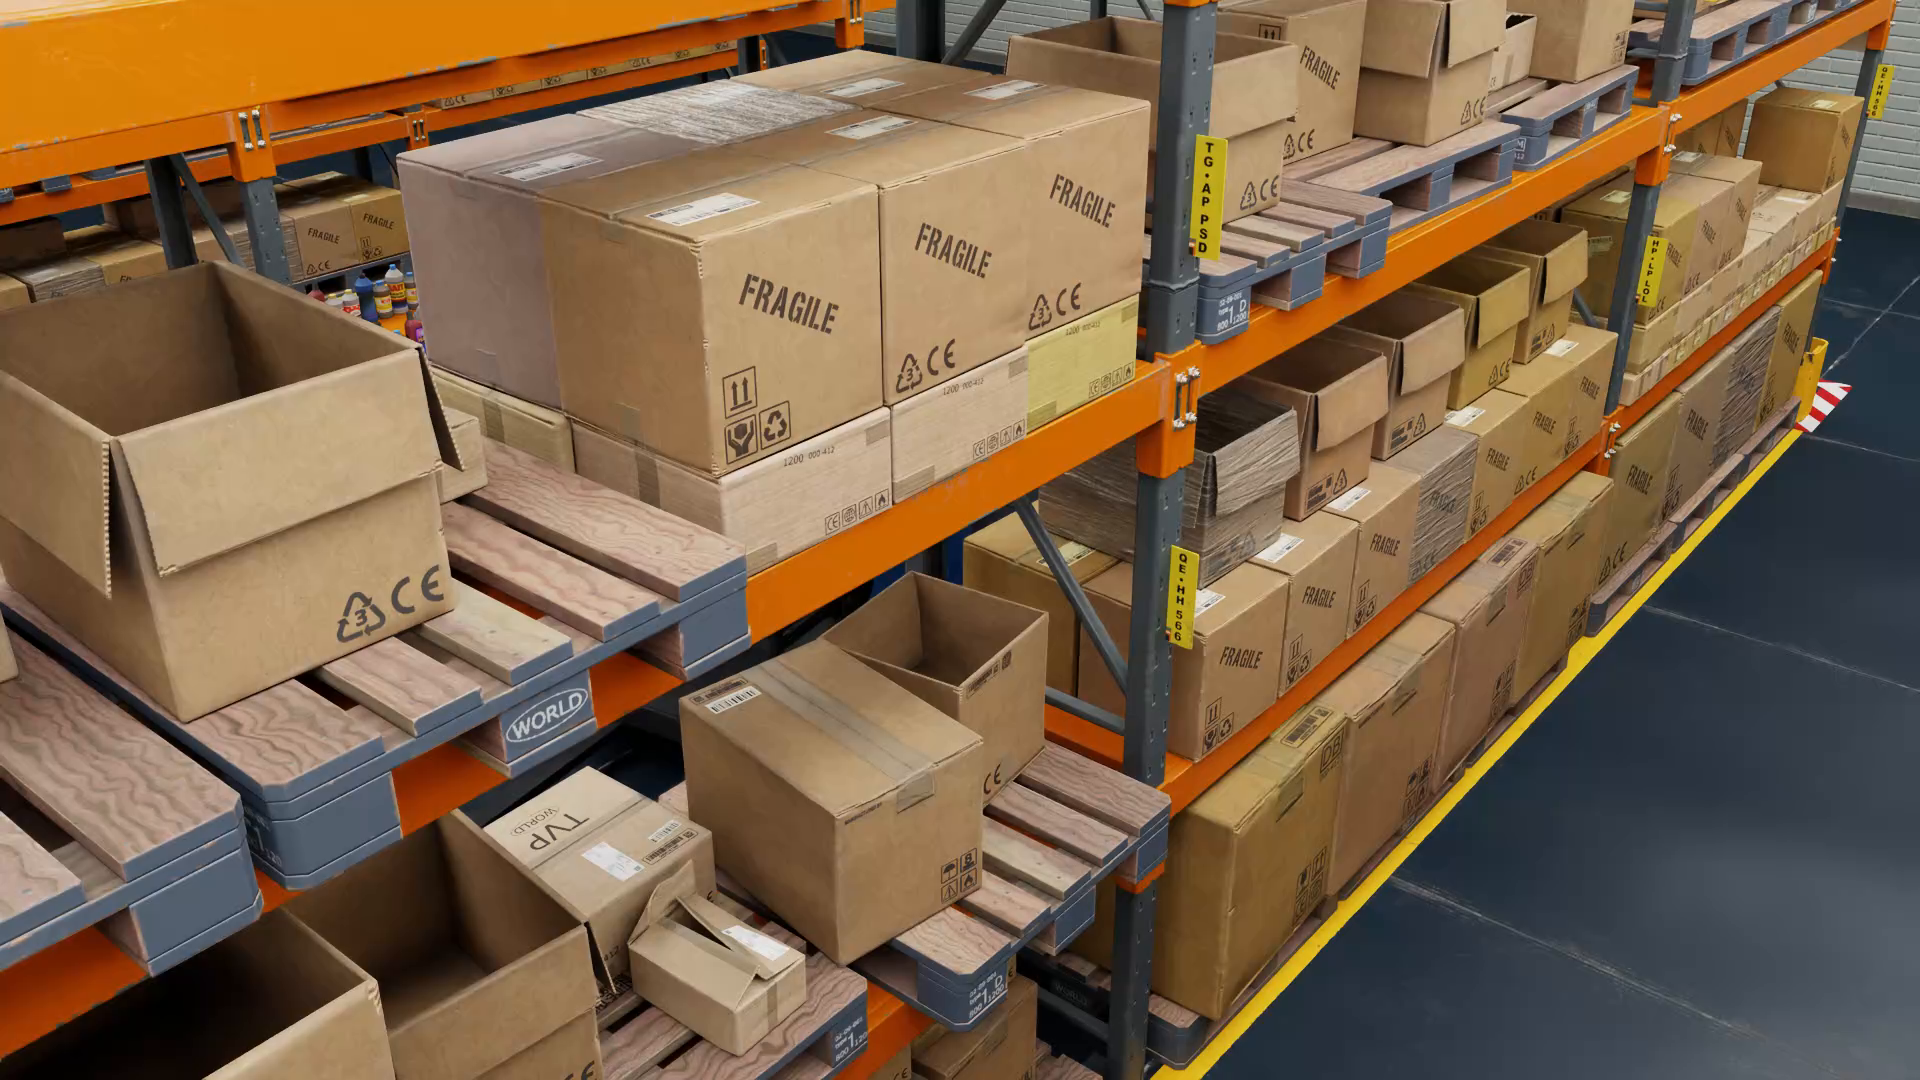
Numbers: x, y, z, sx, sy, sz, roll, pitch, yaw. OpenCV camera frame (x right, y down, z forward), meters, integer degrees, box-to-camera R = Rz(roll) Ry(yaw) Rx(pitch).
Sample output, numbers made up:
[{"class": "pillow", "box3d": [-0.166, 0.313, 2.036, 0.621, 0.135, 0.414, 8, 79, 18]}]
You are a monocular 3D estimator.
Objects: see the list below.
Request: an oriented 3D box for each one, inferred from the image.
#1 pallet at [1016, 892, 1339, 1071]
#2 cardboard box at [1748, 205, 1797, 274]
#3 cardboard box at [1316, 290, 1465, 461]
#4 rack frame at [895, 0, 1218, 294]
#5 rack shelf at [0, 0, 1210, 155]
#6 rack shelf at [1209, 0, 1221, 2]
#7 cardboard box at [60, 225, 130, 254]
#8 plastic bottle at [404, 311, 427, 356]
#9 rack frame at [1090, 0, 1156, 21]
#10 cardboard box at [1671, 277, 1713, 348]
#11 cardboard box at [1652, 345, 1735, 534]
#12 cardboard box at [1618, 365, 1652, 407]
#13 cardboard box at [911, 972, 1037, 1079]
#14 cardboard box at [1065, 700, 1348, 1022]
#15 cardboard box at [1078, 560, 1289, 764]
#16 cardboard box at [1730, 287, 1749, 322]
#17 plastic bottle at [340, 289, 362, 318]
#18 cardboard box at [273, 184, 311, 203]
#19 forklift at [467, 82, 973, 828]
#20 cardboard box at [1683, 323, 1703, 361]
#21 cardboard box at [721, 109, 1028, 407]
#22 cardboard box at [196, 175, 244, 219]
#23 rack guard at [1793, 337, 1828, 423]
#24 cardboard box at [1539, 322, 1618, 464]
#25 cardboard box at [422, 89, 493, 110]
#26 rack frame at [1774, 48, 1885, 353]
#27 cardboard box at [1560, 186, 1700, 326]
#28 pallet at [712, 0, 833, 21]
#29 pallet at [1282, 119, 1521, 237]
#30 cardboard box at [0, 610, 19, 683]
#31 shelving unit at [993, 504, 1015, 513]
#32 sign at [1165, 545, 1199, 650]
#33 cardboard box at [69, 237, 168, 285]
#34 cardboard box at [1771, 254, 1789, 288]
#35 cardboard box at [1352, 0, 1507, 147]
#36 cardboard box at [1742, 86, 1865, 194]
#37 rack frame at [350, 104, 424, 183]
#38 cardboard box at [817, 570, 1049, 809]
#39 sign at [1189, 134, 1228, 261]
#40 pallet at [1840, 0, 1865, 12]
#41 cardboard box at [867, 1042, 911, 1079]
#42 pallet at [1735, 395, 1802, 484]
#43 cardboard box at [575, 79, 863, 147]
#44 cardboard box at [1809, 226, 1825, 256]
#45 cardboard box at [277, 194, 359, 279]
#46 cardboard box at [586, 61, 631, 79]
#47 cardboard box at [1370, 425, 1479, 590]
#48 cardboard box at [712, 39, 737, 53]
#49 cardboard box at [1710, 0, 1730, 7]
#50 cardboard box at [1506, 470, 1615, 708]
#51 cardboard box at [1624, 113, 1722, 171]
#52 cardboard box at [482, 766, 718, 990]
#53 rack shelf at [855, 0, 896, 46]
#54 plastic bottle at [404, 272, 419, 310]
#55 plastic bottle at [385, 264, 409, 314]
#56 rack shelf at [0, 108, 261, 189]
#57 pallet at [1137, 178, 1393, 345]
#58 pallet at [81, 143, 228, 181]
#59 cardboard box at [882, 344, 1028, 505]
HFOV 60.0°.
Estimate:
[{"class": "pallet", "box3d": [0.796, 1.478, 6.663, 1.003, 0.211, 1.213, 21, 34, 34]}, {"class": "cardboard box", "box3d": [4.575, -1.795, 9.795, 0.500, 0.250, 0.500, 19, 33, 33]}, {"class": "cardboard box", "box3d": [1.552, -0.717, 6.671, 0.797, 0.503, 0.637, 22, 35, 36]}, {"class": "rack frame", "box3d": [0.237, -2.167, 4.146, 1.000, 3.000, 0.127, 21, 34, 34]}, {"class": "rack shelf", "box3d": [-1.036, -0.961, 3.033, 1.077, 0.370, 4.000, 21, 34, 34]}, {"class": "rack shelf", "box3d": [1.509, -2.379, 5.774, 1.077, 0.370, 4.000, 21, 34, 34]}, {"class": "cardboard box", "box3d": [-6.662, -2.068, 12.725, 0.500, 0.500, 0.500, 19, 33, 33]}, {"class": "plastic bottle", "box3d": [-2.816, -1.061, 8.663, 0.061, 0.283, 0.133, 21, 34, 34]}, {"class": "rack frame", "box3d": [1.503, -3.787, 13.805, 1.000, 3.000, 0.127, 21, 34, 34]}, {"class": "cardboard box", "box3d": [3.602, -1.251, 8.744, 0.500, 0.250, 0.500, 21, 34, 34]}, {"class": "cardboard box", "box3d": [3.835, -0.694, 9.682, 0.875, 0.875, 0.875, 21, 34, 34]}, {"class": "cardboard box", "box3d": [3.226, -0.817, 8.338, 0.380, 0.149, 0.250, 21, 34, 35]}, {"class": "cardboard box", "box3d": [-0.174, 1.655, 5.527, 0.700, 0.500, 0.500, 19, 33, 32]}, {"class": "cardboard box", "box3d": [0.692, 1.016, 6.377, 1.225, 0.875, 0.875, 19, 33, 32]}, {"class": "cardboard box", "box3d": [0.756, 0.360, 5.681, 0.500, 0.500, 0.500, 22, 35, 36]}, {"class": "cardboard box", "box3d": [4.216, -1.370, 9.408, 0.380, 0.149, 0.250, 20, 33, 33]}, {"class": "plastic bottle", "box3d": [-3.361, -1.282, 9.180, 0.097, 0.201, 0.097, 0, 27, 0]}, {"class": "cardboard box", "box3d": [-5.687, -2.610, 13.773, 0.500, 0.500, 0.500, 21, 34, 35]}, {"class": "forklift", "box3d": [-1.092, -0.390, 7.315, 1.130, 2.935, 3.031, 15, 31, 26]}, {"class": "cardboard box", "box3d": [3.726, -1.098, 8.881, 0.380, 0.149, 0.250, 20, 33, 33]}, {"class": "cardboard box", "box3d": [-0.192, -0.674, 3.872, 0.500, 0.500, 0.500, 21, 34, 34]}, {"class": "cardboard box", "box3d": [-5.993, -2.781, 13.287, 0.500, 0.250, 0.500, 21, 34, 35]}, {"class": "rack guard", "box3d": [5.340, -1.238, 11.598, 1.175, 0.500, 0.348, 21, 34, 34]}, {"class": "cardboard box", "box3d": [2.694, -0.720, 7.768, 0.500, 0.500, 0.500, 21, 34, 35]}, {"class": "cardboard box", "box3d": [-4.326, -3.963, 14.037, 0.500, 0.500, 0.500, 22, 34, 36]}, {"class": "rack frame", "box3d": [5.325, -2.339, 11.007, 1.000, 3.000, 0.127, 21, 34, 34]}, {"class": "cardboard box", "box3d": [3.283, -1.415, 8.244, 0.500, 0.500, 0.500, 21, 34, 34]}, {"class": "pallet", "box3d": [-1.464, -3.311, 9.826, 1.213, 0.211, 1.003, 21, 34, 34]}, {"class": "pallet", "box3d": [1.314, -1.392, 6.118, 1.003, 0.211, 1.213, 23, 35, 37]}, {"class": "cardboard box", "box3d": [-1.787, 0.094, 2.729, 0.396, 0.266, 0.258, 22, 35, 36]}, {"class": "shelving unit", "box3d": [0.105, -0.592, 9.588, 0.258, 1.200, 0.503, 21, 34, 34]}, {"class": "sign", "box3d": [0.661, 0.173, 4.977, 0.100, 0.325, 0.005, 21, 34, 34]}, {"class": "cardboard box", "box3d": [-6.243, -1.926, 12.450, 0.500, 0.500, 0.500, 20, 34, 34]}, {"class": "cardboard box", "box3d": [4.704, -1.643, 9.934, 0.380, 0.149, 0.250, 20, 33, 33]}, {"class": "cardboard box", "box3d": [1.519, -1.798, 6.127, 0.797, 0.503, 0.637, 20, 34, 34]}, {"class": "cardboard box", "box3d": [5.218, -2.488, 10.319, 0.500, 0.500, 0.500, 21, 34, 35]}, {"class": "rack frame", "box3d": [-4.861, -3.818, 13.865, 1.000, 3.000, 0.127, 21, 34, 34]}, {"class": "cardboard box", "box3d": [-0.076, 0.469, 5.012, 0.500, 0.500, 0.500, 16, 31, 28]}, {"class": "sign", "box3d": [0.654, -0.905, 4.409, 0.100, 0.325, 0.005, 21, 34, 34]}, {"class": "pallet", "box3d": [4.861, -3.366, 9.824, 1.003, 0.211, 1.213, 21, 34, 34]}, {"class": "cardboard box", "box3d": [-0.496, 1.516, 4.980, 0.500, 0.250, 0.500, -24, 36, -38]}, {"class": "pallet", "box3d": [4.877, -0.794, 11.056, 1.003, 0.211, 1.213, 21, 34, 34]}, {"class": "cardboard box", "box3d": [-0.586, -0.831, 4.175, 0.500, 0.500, 0.500, 21, 34, 35]}, {"class": "cardboard box", "box3d": [5.189, -1.913, 10.456, 0.380, 0.149, 0.250, 21, 34, 35]}, {"class": "cardboard box", "box3d": [-5.274, -2.471, 13.504, 0.500, 0.500, 0.500, 21, 34, 35]}, {"class": "cardboard box", "box3d": [-3.361, -4.503, 15.081, 0.500, 0.500, 0.500, 20, 34, 34]}, {"class": "cardboard box", "box3d": [1.725, -0.183, 6.730, 0.500, 0.500, 0.500, 21, 34, 35]}, {"class": "cardboard box", "box3d": [-2.391, -5.042, 16.123, 0.500, 0.500, 0.500, 22, 35, 36]}, {"class": "cardboard box", "box3d": [3.578, -3.013, 8.371, 0.700, 0.500, 0.500, 23, 35, 37]}, {"class": "cardboard box", "box3d": [2.389, 0.069, 8.208, 1.225, 0.875, 0.875, 21, 34, 35]}, {"class": "cardboard box", "box3d": [4.169, -2.284, 9.924, 0.500, 0.500, 0.500, 20, 33, 33]}, {"class": "cardboard box", "box3d": [-1.007, 0.904, 4.444, 0.500, 0.250, 0.500, 20, 33, 33]}, {"class": "rack shelf", "box3d": [0.231, -4.090, 11.911, 1.077, 0.370, 4.000, 21, 34, 34]}, {"class": "plastic bottle", "box3d": [-3.113, -1.420, 9.447, 0.097, 0.201, 0.097, 0, 27, 0]}, {"class": "plastic bottle", "box3d": [-3.175, -1.417, 9.364, 0.097, 0.271, 0.097, 0, 27, 0]}, {"class": "rack shelf", "box3d": [-4.857, -1.254, 6.428, 1.077, 0.370, 4.000, 21, 34, 34]}, {"class": "pallet", "box3d": [0.605, -0.995, 5.350, 1.213, 0.211, 1.003, 23, 35, 37]}, {"class": "pallet", "box3d": [-6.172, -3.005, 12.503, 1.003, 0.211, 1.213, 21, 34, 34]}, {"class": "cardboard box", "box3d": [-0.182, -0.348, 4.058, 0.500, 0.250, 0.500, 21, 34, 34]}]
